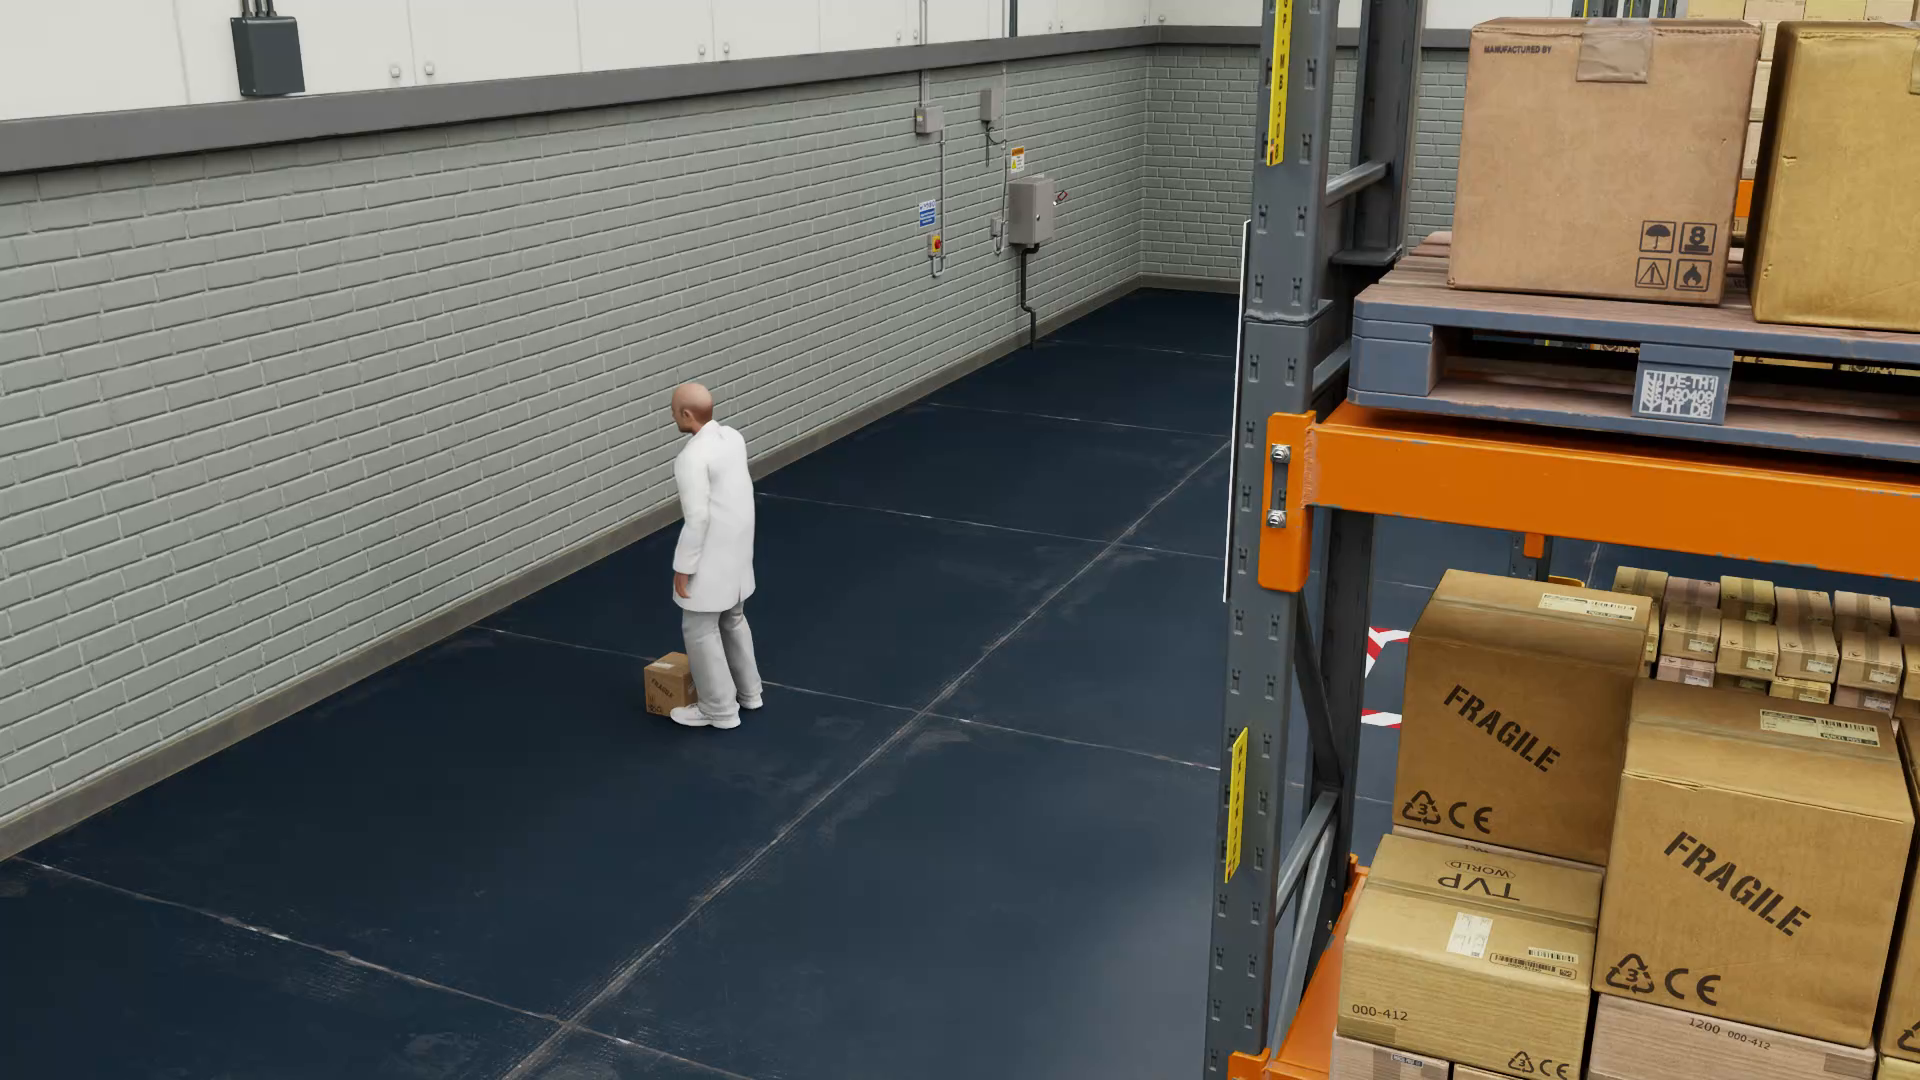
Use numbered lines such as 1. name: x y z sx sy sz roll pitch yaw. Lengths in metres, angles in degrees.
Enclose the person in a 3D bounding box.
1. person: -1.251 0.076 8.363 0.425 1.773 0.652 7 20 20
